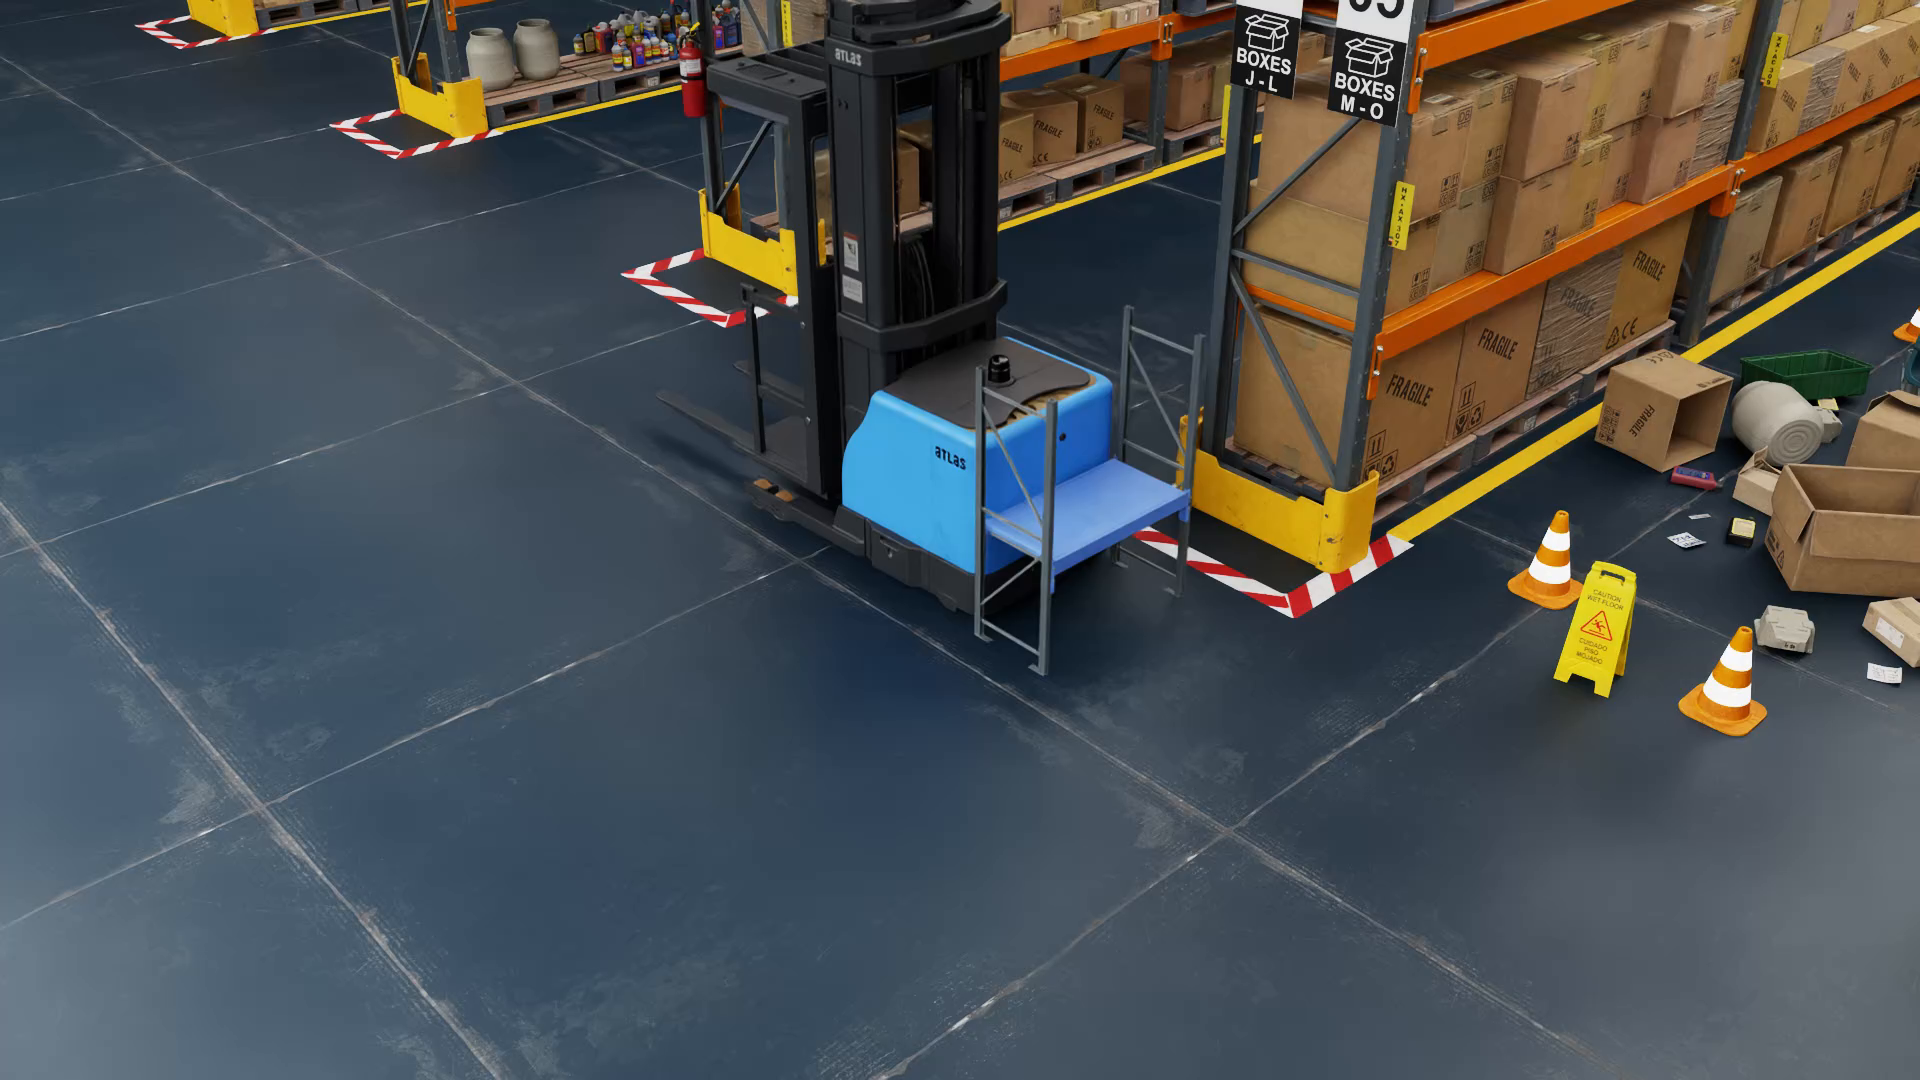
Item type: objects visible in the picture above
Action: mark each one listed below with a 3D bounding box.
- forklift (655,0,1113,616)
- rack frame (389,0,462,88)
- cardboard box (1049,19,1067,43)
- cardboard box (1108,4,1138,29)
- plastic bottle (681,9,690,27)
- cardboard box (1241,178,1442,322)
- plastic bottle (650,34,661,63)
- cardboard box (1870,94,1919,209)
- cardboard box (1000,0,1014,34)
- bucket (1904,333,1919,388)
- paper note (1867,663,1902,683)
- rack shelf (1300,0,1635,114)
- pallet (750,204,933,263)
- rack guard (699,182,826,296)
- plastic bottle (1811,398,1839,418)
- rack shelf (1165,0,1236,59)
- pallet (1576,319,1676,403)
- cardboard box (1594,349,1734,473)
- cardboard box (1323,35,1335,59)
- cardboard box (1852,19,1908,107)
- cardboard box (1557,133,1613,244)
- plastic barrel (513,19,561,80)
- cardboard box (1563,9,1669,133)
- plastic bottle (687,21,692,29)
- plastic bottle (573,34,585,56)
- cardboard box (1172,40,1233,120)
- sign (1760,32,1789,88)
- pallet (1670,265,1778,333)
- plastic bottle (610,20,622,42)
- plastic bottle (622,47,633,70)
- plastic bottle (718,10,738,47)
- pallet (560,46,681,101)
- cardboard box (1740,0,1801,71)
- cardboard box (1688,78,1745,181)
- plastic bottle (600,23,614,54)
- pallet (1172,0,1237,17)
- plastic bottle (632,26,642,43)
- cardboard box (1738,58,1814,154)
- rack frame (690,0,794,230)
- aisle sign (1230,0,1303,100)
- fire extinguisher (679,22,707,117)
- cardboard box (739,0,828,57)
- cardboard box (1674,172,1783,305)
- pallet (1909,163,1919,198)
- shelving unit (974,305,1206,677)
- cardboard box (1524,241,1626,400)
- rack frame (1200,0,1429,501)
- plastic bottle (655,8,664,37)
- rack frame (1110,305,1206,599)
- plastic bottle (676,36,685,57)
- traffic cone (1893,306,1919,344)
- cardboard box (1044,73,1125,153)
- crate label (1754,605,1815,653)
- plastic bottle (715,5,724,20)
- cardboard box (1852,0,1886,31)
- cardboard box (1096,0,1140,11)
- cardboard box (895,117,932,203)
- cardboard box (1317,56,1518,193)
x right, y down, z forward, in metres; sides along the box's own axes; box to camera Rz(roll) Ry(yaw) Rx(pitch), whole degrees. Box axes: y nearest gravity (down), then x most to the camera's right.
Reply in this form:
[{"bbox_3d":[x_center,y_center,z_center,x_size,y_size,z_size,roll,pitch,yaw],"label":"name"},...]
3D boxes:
[{"bbox_3d":[-0.589,-1.530,8.943,1.130,2.935,3.031,-27,41,-37],"label":"forklift"},{"bbox_3d":[-4.909,-5.204,14.885,0.127,3.000,1.000,-26,40,-35],"label":"rack frame"},{"bbox_3d":[0.640,-4.112,13.340,0.250,0.149,0.380,-26,40,-35],"label":"cardboard box"},{"bbox_3d":[1.245,-4.347,13.725,0.250,0.149,0.380,-26,40,-35],"label":"cardboard box"},{"bbox_3d":[-2.874,-5.421,17.434,0.097,0.271,0.097,0,31,0],"label":"plastic bottle"},{"bbox_3d":[1.999,-1.589,8.829,0.550,0.550,0.875,-26,40,-35],"label":"cardboard box"},{"bbox_3d":[-3.042,-4.909,16.596,0.097,0.271,0.097,0,31,0],"label":"plastic bottle"},{"bbox_3d":[7.116,-3.251,13.446,0.750,0.750,1.050,-26,40,-36],"label":"cardboard box"},{"bbox_3d":[-0.063,-4.220,12.895,0.500,0.500,0.875,-26,40,-35],"label":"cardboard box"},{"bbox_3d":[6.158,-1.116,9.881,0.620,0.611,0.726,-3,30,-25],"label":"bucket"},{"bbox_3d":[4.537,0.652,8.155,0.148,0.019,0.142,15,34,23],"label":"paper note"},{"bbox_3d":[3.224,-3.058,9.190,4.000,0.370,1.077,-26,40,-35],"label":"rack shelf"},{"bbox_3d":[-0.865,-2.421,13.007,1.213,0.211,1.003,-26,40,-35],"label":"pallet"},{"bbox_3d":[-1.485,-2.270,12.483,0.348,0.500,1.175,-26,40,-35],"label":"rack guard"},{"bbox_3d":[5.514,-0.866,10.607,0.133,0.061,0.283,9,33,15],"label":"plastic bottle"},{"bbox_3d":[2.859,-5.130,15.454,4.000,0.370,1.077,-26,40,-35],"label":"rack shelf"},{"bbox_3d":[4.080,-1.365,11.280,1.213,0.211,1.003,-26,40,-35],"label":"pallet"},{"bbox_3d":[4.250,-0.786,10.054,0.500,0.500,0.500,-19,36,-28],"label":"cardboard box"},{"bbox_3d":[3.450,-4.821,16.233,0.700,0.500,0.500,25,40,35],"label":"cardboard box"},{"bbox_3d":[6.370,-3.457,11.932,0.500,0.500,0.500,-25,39,-35],"label":"cardboard box"},{"bbox_3d":[3.244,-2.147,9.742,0.500,0.550,0.875,-26,40,-35],"label":"cardboard box"},{"bbox_3d":[-4.110,-4.762,16.145,0.421,0.512,0.421,0,31,0],"label":"plastic barrel"},{"bbox_3d":[3.583,-2.823,9.813,0.550,0.550,0.875,-26,40,-35],"label":"cardboard box"},{"bbox_3d":[-2.718,-5.160,16.996,0.133,0.283,0.061,-26,40,-35],"label":"plastic bottle"},{"bbox_3d":[-3.860,-5.017,16.840,0.097,0.201,0.097,0,31,0],"label":"plastic bottle"},{"bbox_3d":[2.220,-4.221,15.252,0.500,0.500,0.700,-26,40,-36],"label":"cardboard box"},{"bbox_3d":[5.069,-2.986,10.352,0.005,0.325,0.100,-26,40,-35],"label":"sign"},{"bbox_3d":[5.205,-1.908,12.167,1.213,0.211,1.003,-26,40,-35],"label":"pallet"},{"bbox_3d":[-3.555,-5.177,17.030,0.135,0.276,0.152,-27,41,-37],"label":"plastic bottle"},{"bbox_3d":[-3.291,-4.758,16.417,0.097,0.201,0.097,0,31,0],"label":"plastic bottle"},{"bbox_3d":[-2.392,-5.273,17.116,0.144,0.351,0.185,27,40,37],"label":"plastic bottle"},{"bbox_3d":[-3.391,-4.776,16.858,1.213,0.211,1.003,-26,40,-35],"label":"pallet"},{"bbox_3d":[5.051,-3.442,10.950,0.500,0.500,0.700,-27,40,-36],"label":"cardboard box"},{"bbox_3d":[4.428,-2.723,10.684,0.550,0.550,0.875,-26,40,-35],"label":"cardboard box"},{"bbox_3d":[-3.584,-5.090,16.881,0.133,0.283,0.061,-26,40,-35],"label":"plastic bottle"},{"bbox_3d":[2.052,-4.862,14.509,1.213,0.211,1.003,-26,40,-35],"label":"pallet"},{"bbox_3d":[-3.322,-5.175,17.098,0.097,0.201,0.097,0,31,0],"label":"plastic bottle"},{"bbox_3d":[5.259,-2.921,11.056,0.500,0.500,0.500,-25,40,-35],"label":"cardboard box"},{"bbox_3d":[-1.541,-3.309,11.786,0.127,3.000,1.000,-26,40,-35],"label":"rack frame"},{"bbox_3d":[1.501,-2.575,8.093,0.004,0.787,0.394,-26,40,-35],"label":"aisle sign"},{"bbox_3d":[-1.938,-3.412,12.028,0.183,0.674,0.296,-26,40,-35],"label":"fire extinguisher"},{"bbox_3d":[-1.119,-3.663,11.985,0.500,0.500,0.875,-26,40,-35],"label":"cardboard box"},{"bbox_3d":[5.085,-2.269,11.839,0.750,0.750,1.050,-26,40,-36],"label":"cardboard box"},{"bbox_3d":[8.198,-3.301,14.445,1.213,0.211,1.003,-26,40,-35],"label":"pallet"},{"bbox_3d":[0.627,-0.249,8.220,1.048,1.500,0.538,-26,40,-36],"label":"shelving unit"},{"bbox_3d":[3.523,-1.550,10.544,0.875,0.875,0.875,-25,40,-35],"label":"cardboard box"},{"bbox_3d":[1.757,-1.376,8.625,0.127,3.000,1.000,-26,40,-35],"label":"rack frame"},{"bbox_3d":[-3.137,-5.414,17.411,0.133,0.283,0.061,-24,39,-33],"label":"plastic bottle"},{"bbox_3d":[0.998,-0.430,8.515,0.032,1.500,0.500,-26,40,-36],"label":"rack frame"},{"bbox_3d":[-2.819,-4.987,16.790,0.097,0.201,0.097,0,31,0],"label":"plastic bottle"},{"bbox_3d":[6.701,-1.610,11.440,0.334,0.463,0.336,-26,40,-35],"label":"traffic cone"},{"bbox_3d":[1.072,-3.714,14.442,0.500,0.500,0.500,-27,41,-37],"label":"cardboard box"},{"bbox_3d":[4.166,0.450,8.382,0.250,0.136,0.298,9,33,15],"label":"crate label"},{"bbox_3d":[-2.582,-5.635,17.851,0.097,0.201,0.097,0,31,0],"label":"plastic bottle"},{"bbox_3d":[6.168,-3.983,11.834,0.500,0.500,0.700,-26,40,-36],"label":"cardboard box"},{"bbox_3d":[1.020,-4.762,13.781,0.500,0.500,0.875,-26,40,-35],"label":"cardboard box"},{"bbox_3d":[-0.185,-3.077,13.400,0.500,0.500,0.500,-22,38,-31],"label":"cardboard box"},{"bbox_3d":[2.396,-2.248,8.872,0.550,0.550,0.875,-26,40,-35],"label":"cardboard box"}]
